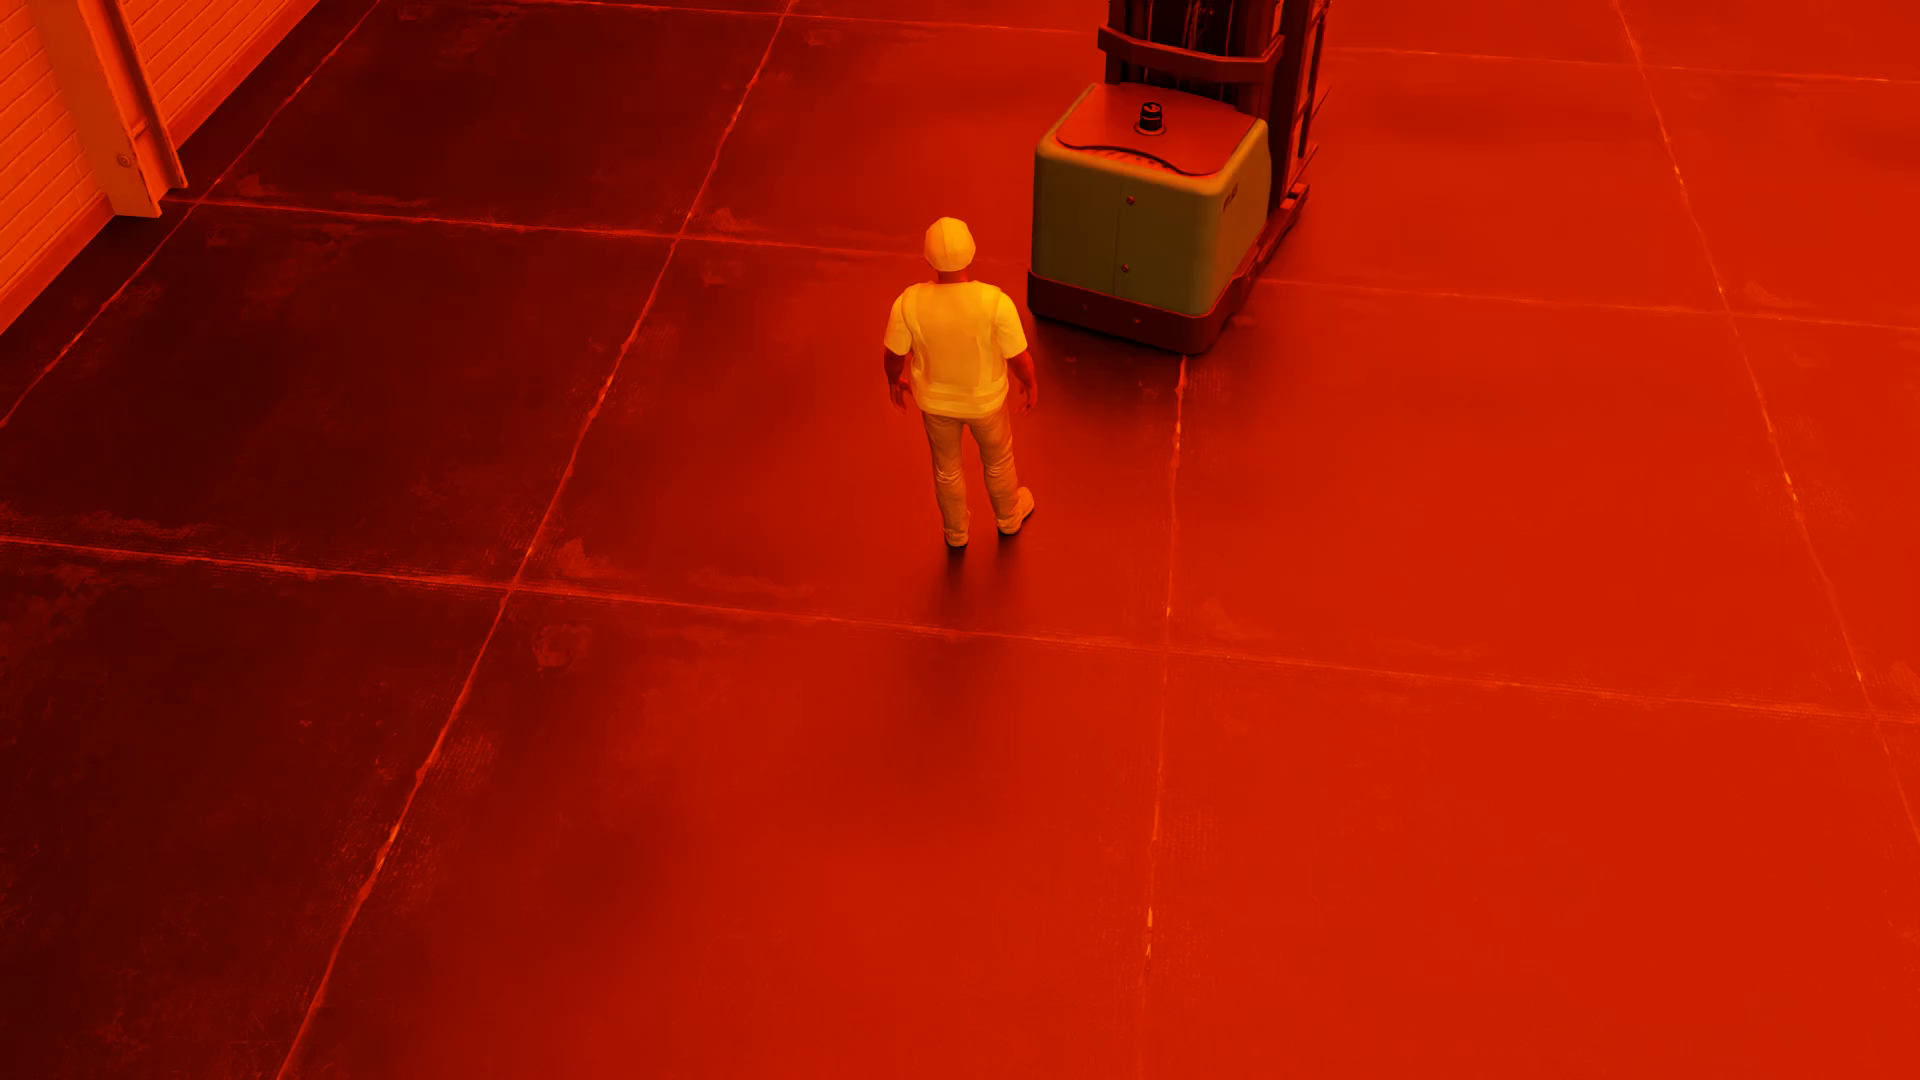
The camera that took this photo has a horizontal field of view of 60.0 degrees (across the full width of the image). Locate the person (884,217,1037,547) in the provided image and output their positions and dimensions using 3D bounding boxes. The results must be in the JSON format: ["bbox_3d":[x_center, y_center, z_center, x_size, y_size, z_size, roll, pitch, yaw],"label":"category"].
[{"bbox_3d":[0.015,-0.702,7.339,0.665,1.768,0.575,5,43,6],"label":"person"}]

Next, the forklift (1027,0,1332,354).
[{"bbox_3d":[1.459,-3.068,9.064,1.130,2.935,3.031,18,45,18],"label":"forklift"}]
